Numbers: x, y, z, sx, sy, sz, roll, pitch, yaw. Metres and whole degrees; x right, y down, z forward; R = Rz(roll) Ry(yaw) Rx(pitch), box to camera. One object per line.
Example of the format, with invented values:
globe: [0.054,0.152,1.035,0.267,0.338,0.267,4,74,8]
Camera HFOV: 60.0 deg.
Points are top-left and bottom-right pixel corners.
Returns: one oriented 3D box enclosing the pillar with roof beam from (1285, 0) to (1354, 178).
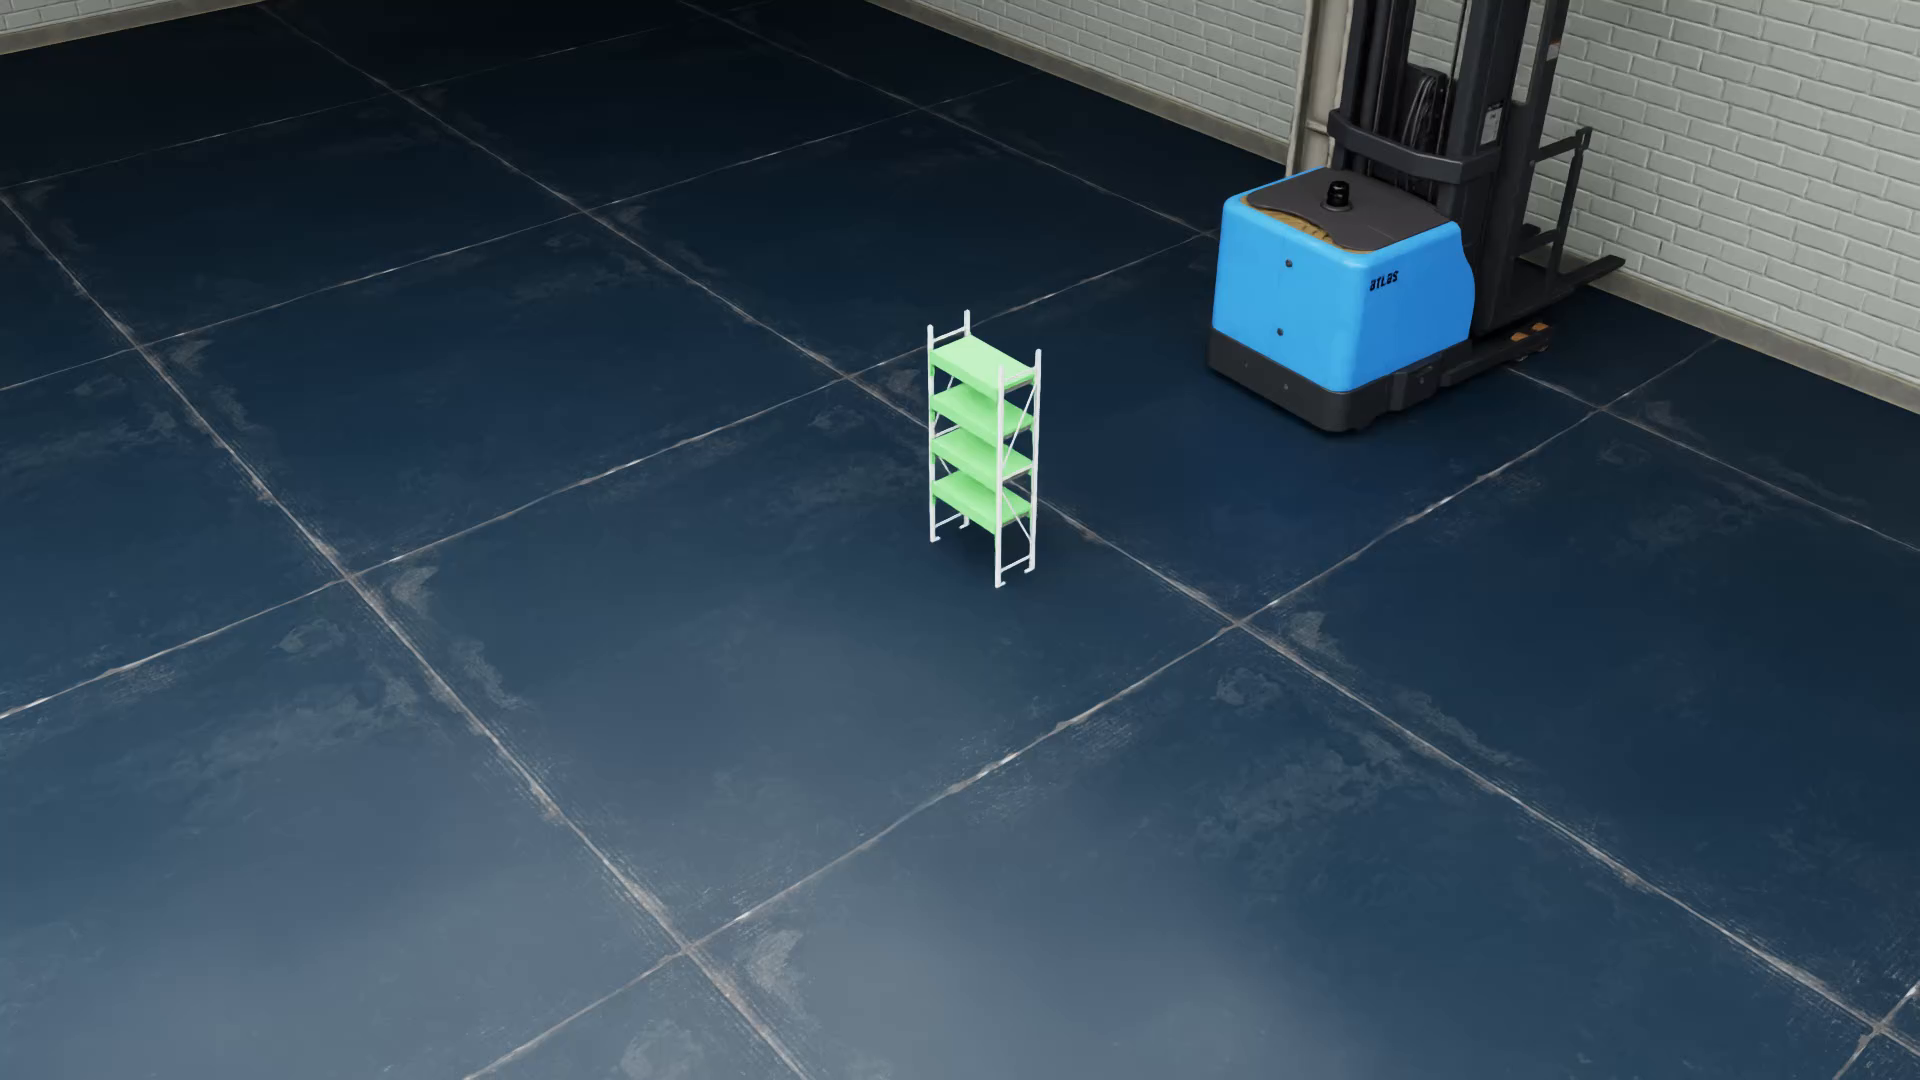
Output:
pillar with roof beam: [-0.744,-4.562,6.906,9.100,9.000,0.400,-26,43,-32]

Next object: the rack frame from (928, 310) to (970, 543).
rack frame: [-0.051,-0.524,7.952,0.240,1.200,0.015,-26,43,-32]

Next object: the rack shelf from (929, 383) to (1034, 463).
rack shelf: [0.107,-0.560,7.698,0.258,0.148,0.480,-26,43,-32]

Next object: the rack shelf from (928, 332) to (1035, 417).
rack shelf: [0.107,-0.756,7.560,0.258,0.148,0.480,-26,43,-32]

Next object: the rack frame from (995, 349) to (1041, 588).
rack frame: [0.264,-0.309,7.648,0.240,1.200,0.015,-26,43,-32]

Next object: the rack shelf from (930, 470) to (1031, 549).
rack shelf: [0.107,-0.169,7.976,0.258,0.148,0.480,-26,43,-32]

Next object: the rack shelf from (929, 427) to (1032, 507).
rack shelf: [0.107,-0.364,7.837,0.258,0.148,0.480,-26,43,-32]

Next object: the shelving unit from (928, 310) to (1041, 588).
shelving unit: [0.107,-0.417,7.800,0.258,1.200,0.503,-26,43,-32]

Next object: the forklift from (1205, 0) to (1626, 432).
forklift: [2.895,-2.463,9.191,3.031,2.935,1.130,-24,42,-30]
